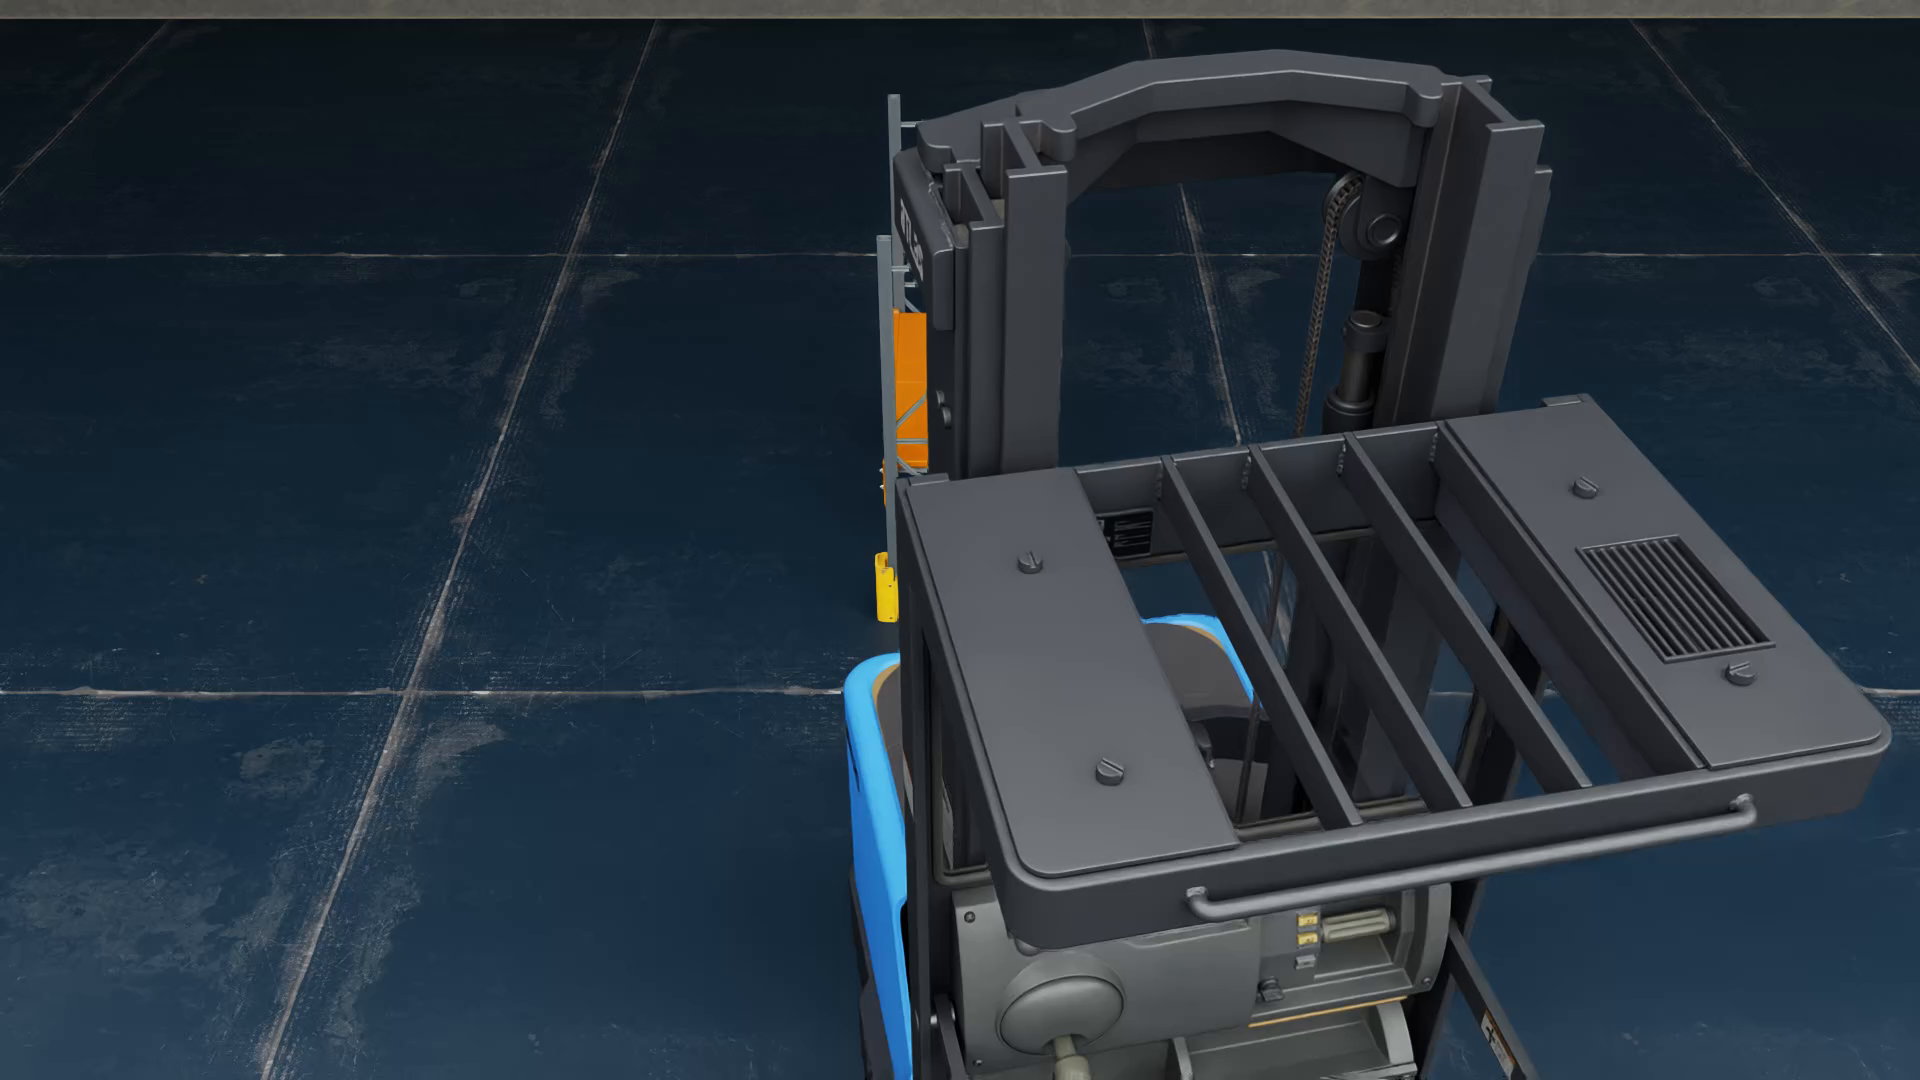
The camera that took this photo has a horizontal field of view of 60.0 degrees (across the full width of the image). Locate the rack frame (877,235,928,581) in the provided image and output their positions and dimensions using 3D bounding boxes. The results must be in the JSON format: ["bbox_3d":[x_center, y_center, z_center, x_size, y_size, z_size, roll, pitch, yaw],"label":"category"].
[{"bbox_3d":[0.000,-0.321,5.451,0.500,1.500,0.032,0,39,0],"label":"rack frame"}]

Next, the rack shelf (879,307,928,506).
[{"bbox_3d":[0.000,-0.498,5.960,0.538,0.185,1.000,0,39,0],"label":"rack shelf"}]

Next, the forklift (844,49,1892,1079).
[{"bbox_3d":[0.499,0.831,2.869,1.130,2.935,3.031,-7,39,-9],"label":"forklift"}]

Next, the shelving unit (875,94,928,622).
[{"bbox_3d":[0.000,-0.633,5.840,0.587,1.500,1.083,0,39,0],"label":"shelving unit"}]

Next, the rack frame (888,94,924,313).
[{"bbox_3d":[-0.001,-0.957,6.244,0.500,1.500,0.032,0,39,0],"label":"rack frame"}]

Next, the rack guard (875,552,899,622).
[{"bbox_3d":[0.000,0.166,5.843,0.587,0.250,0.087,0,39,0],"label":"rack guard"}]
